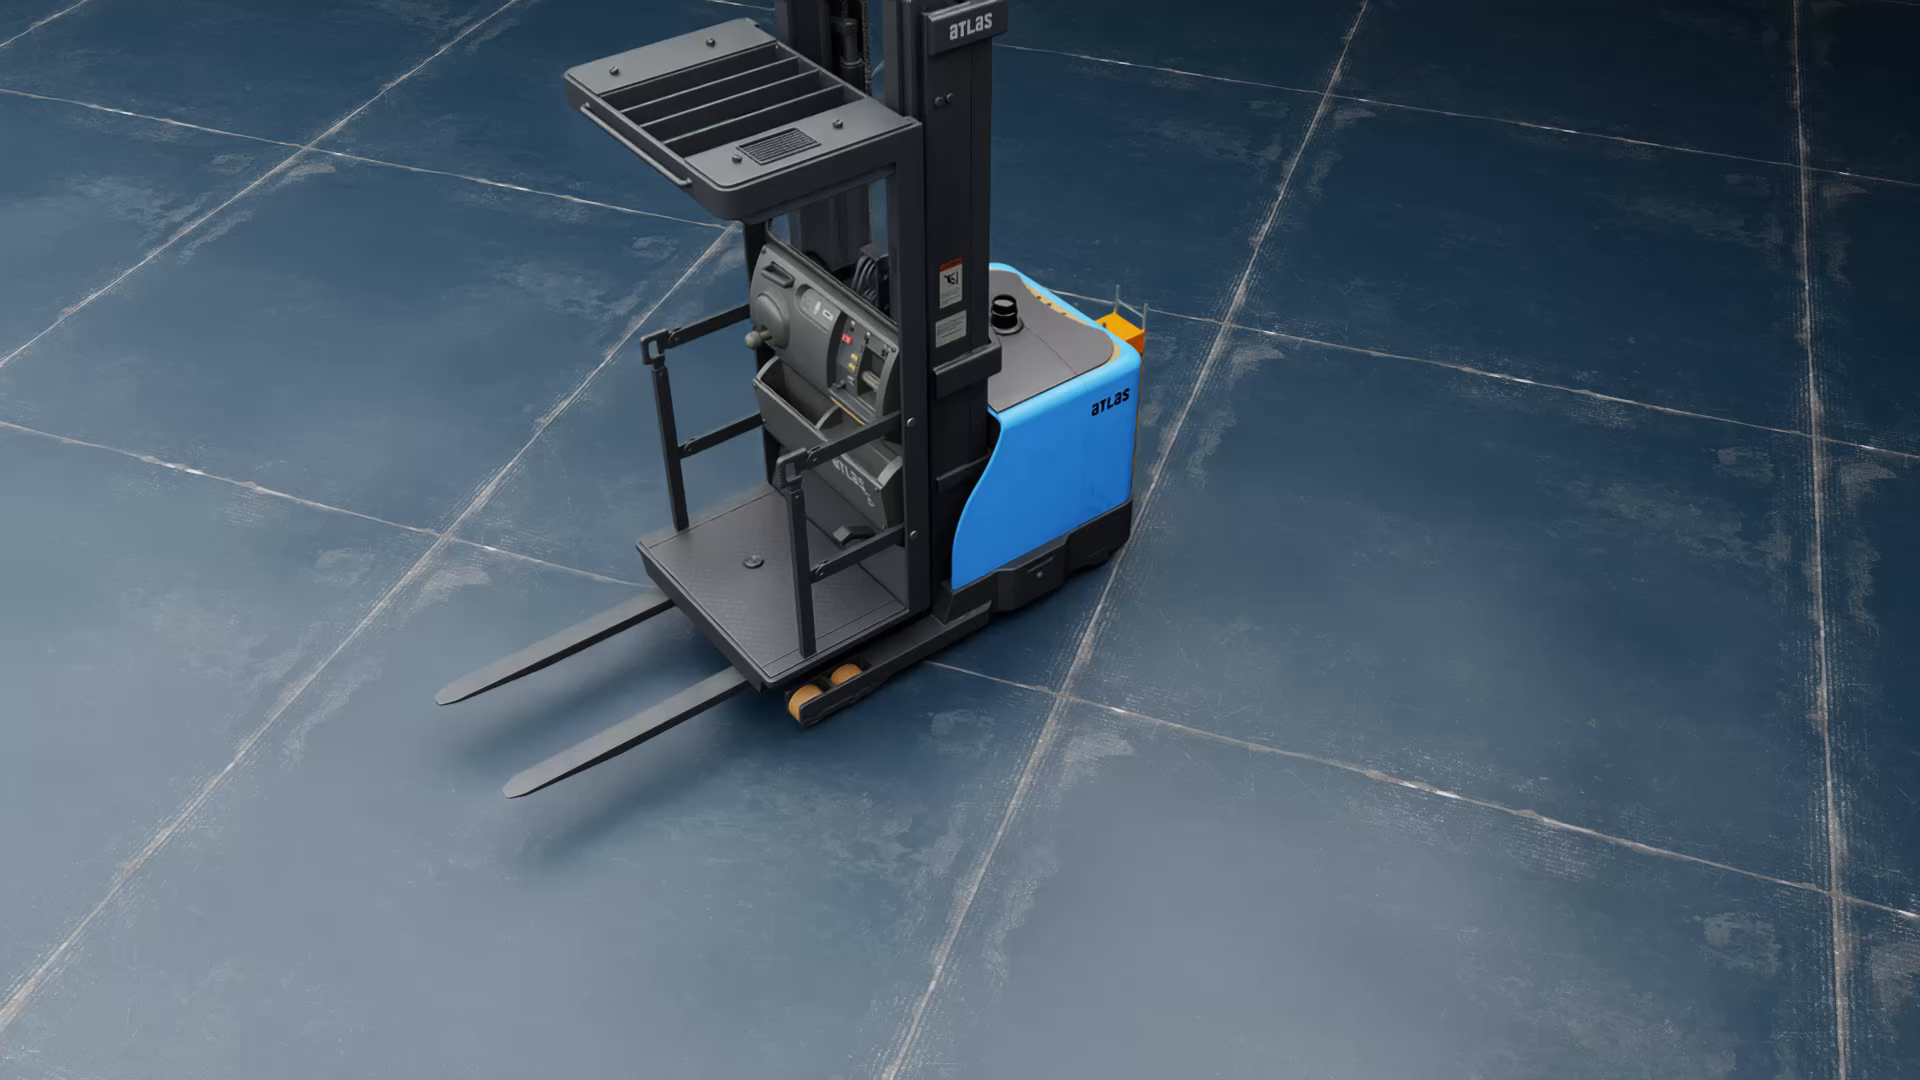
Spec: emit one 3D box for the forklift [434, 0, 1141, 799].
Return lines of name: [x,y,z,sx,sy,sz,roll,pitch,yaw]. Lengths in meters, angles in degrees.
forklift: [-0.697,-0.748,6.322,3.031,2.935,1.130,-27,47,-28]

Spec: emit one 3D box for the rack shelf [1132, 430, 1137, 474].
rack shelf: [0.665,-0.418,7.829,0.240,0.259,0.215,-27,47,-28]

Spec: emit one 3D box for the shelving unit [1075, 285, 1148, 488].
shelving unit: [0.665,-0.638,7.642,0.252,1.050,0.215,-27,47,-28]

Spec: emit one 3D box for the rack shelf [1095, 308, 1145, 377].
rack shelf: [0.665,-0.846,7.465,0.240,0.259,0.215,-27,47,-28]

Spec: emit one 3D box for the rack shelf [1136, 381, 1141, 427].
rack shelf: [0.665,-0.630,7.649,0.240,0.259,0.215,-27,47,-28]

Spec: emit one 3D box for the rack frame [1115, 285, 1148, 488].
rack frame: [0.761,-0.686,7.699,0.008,1.050,0.200,-27,47,-28]

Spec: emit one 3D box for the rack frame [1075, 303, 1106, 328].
rack frame: [0.568,-0.589,7.585,0.008,1.050,0.200,-27,47,-28]
